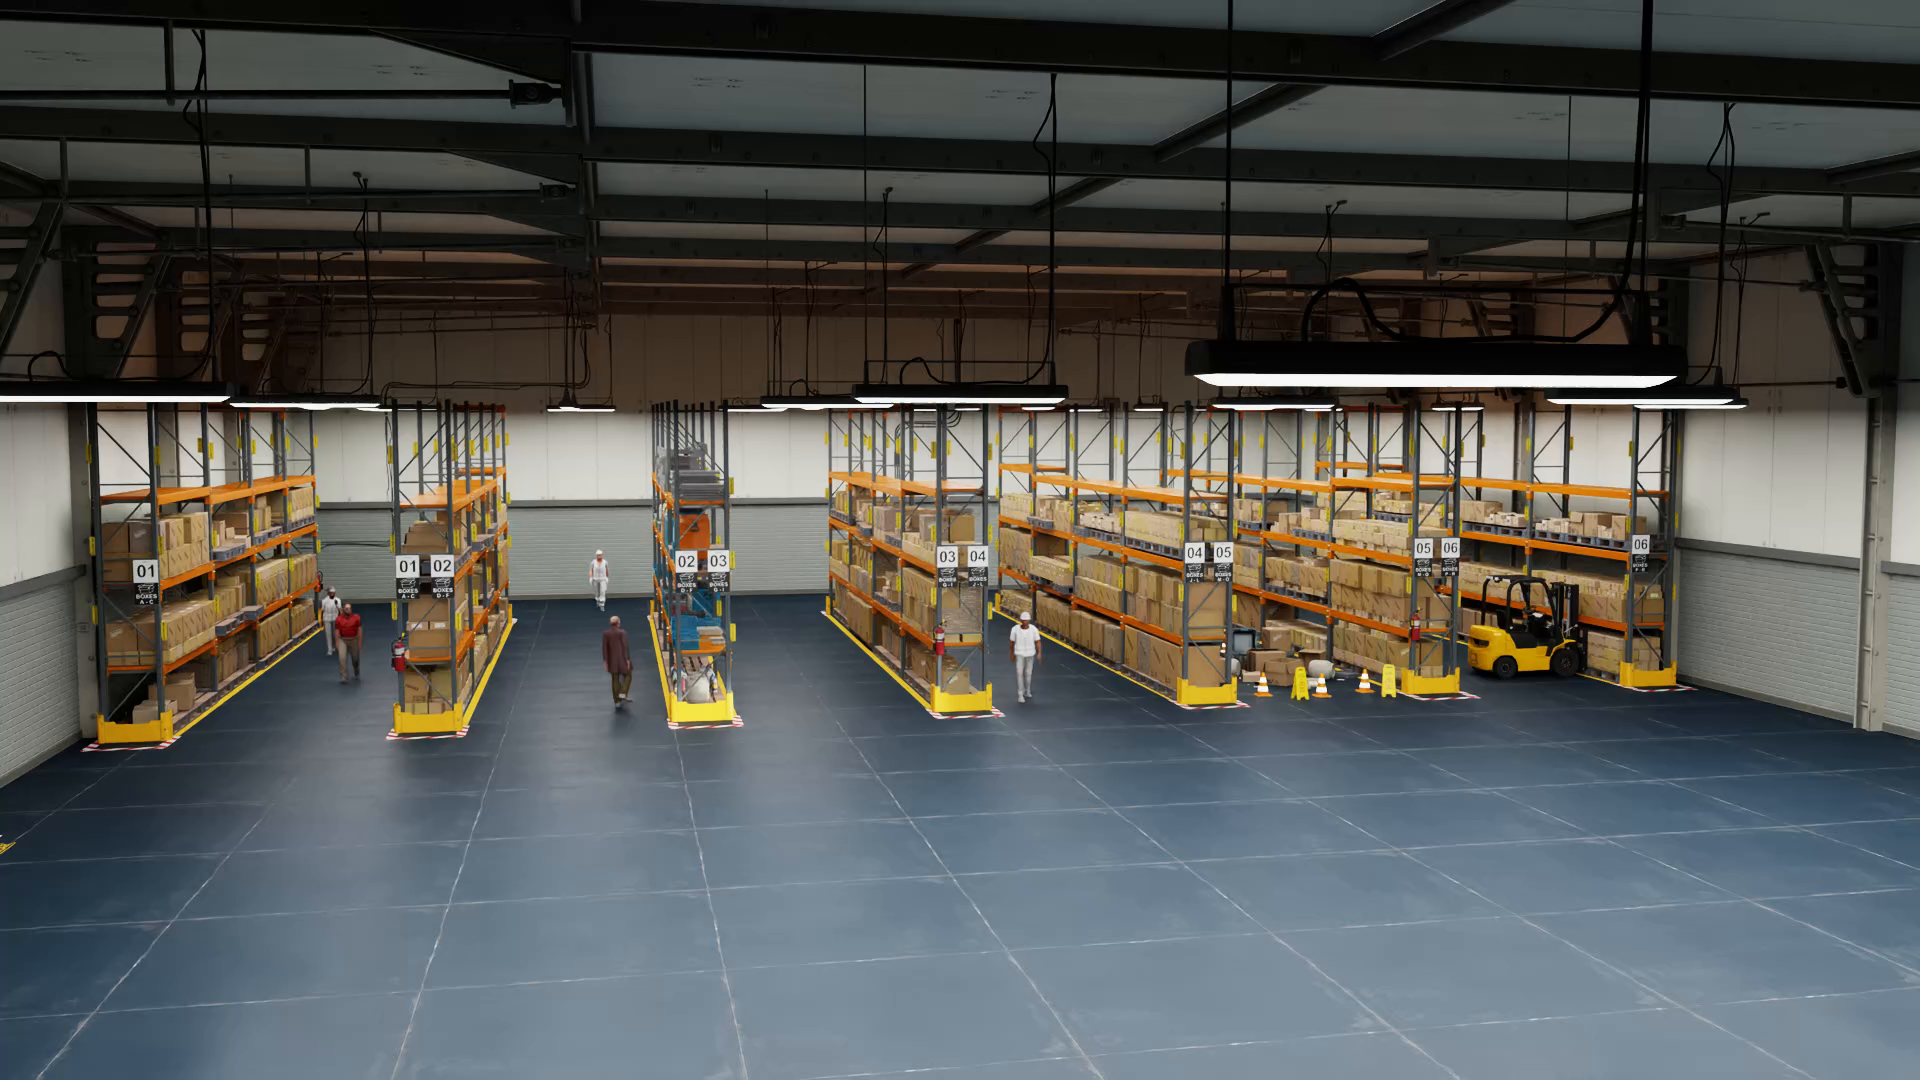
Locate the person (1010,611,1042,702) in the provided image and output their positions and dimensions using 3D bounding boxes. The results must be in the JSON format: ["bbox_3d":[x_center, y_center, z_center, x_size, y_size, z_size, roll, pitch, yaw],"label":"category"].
[{"bbox_3d":[1.324,2.323,33.409,0.622,1.775,0.705,0,4,-3],"label":"person"}]

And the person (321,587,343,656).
[{"bbox_3d":[-14.971,1.908,39.647,0.489,1.616,1.068,-2,5,-26],"label":"person"}]

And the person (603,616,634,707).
[{"bbox_3d":[-6.708,2.377,32.594,0.626,1.770,0.571,0,4,-2],"label":"person"}]

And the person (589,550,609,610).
[{"bbox_3d":[-10.564,1.169,48.665,0.550,1.725,1.068,-1,4,-9],"label":"person"}]

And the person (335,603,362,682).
[{"bbox_3d":[-13.156,2.175,35.786,0.544,1.674,0.971,-1,4,-15],"label":"person"}]
